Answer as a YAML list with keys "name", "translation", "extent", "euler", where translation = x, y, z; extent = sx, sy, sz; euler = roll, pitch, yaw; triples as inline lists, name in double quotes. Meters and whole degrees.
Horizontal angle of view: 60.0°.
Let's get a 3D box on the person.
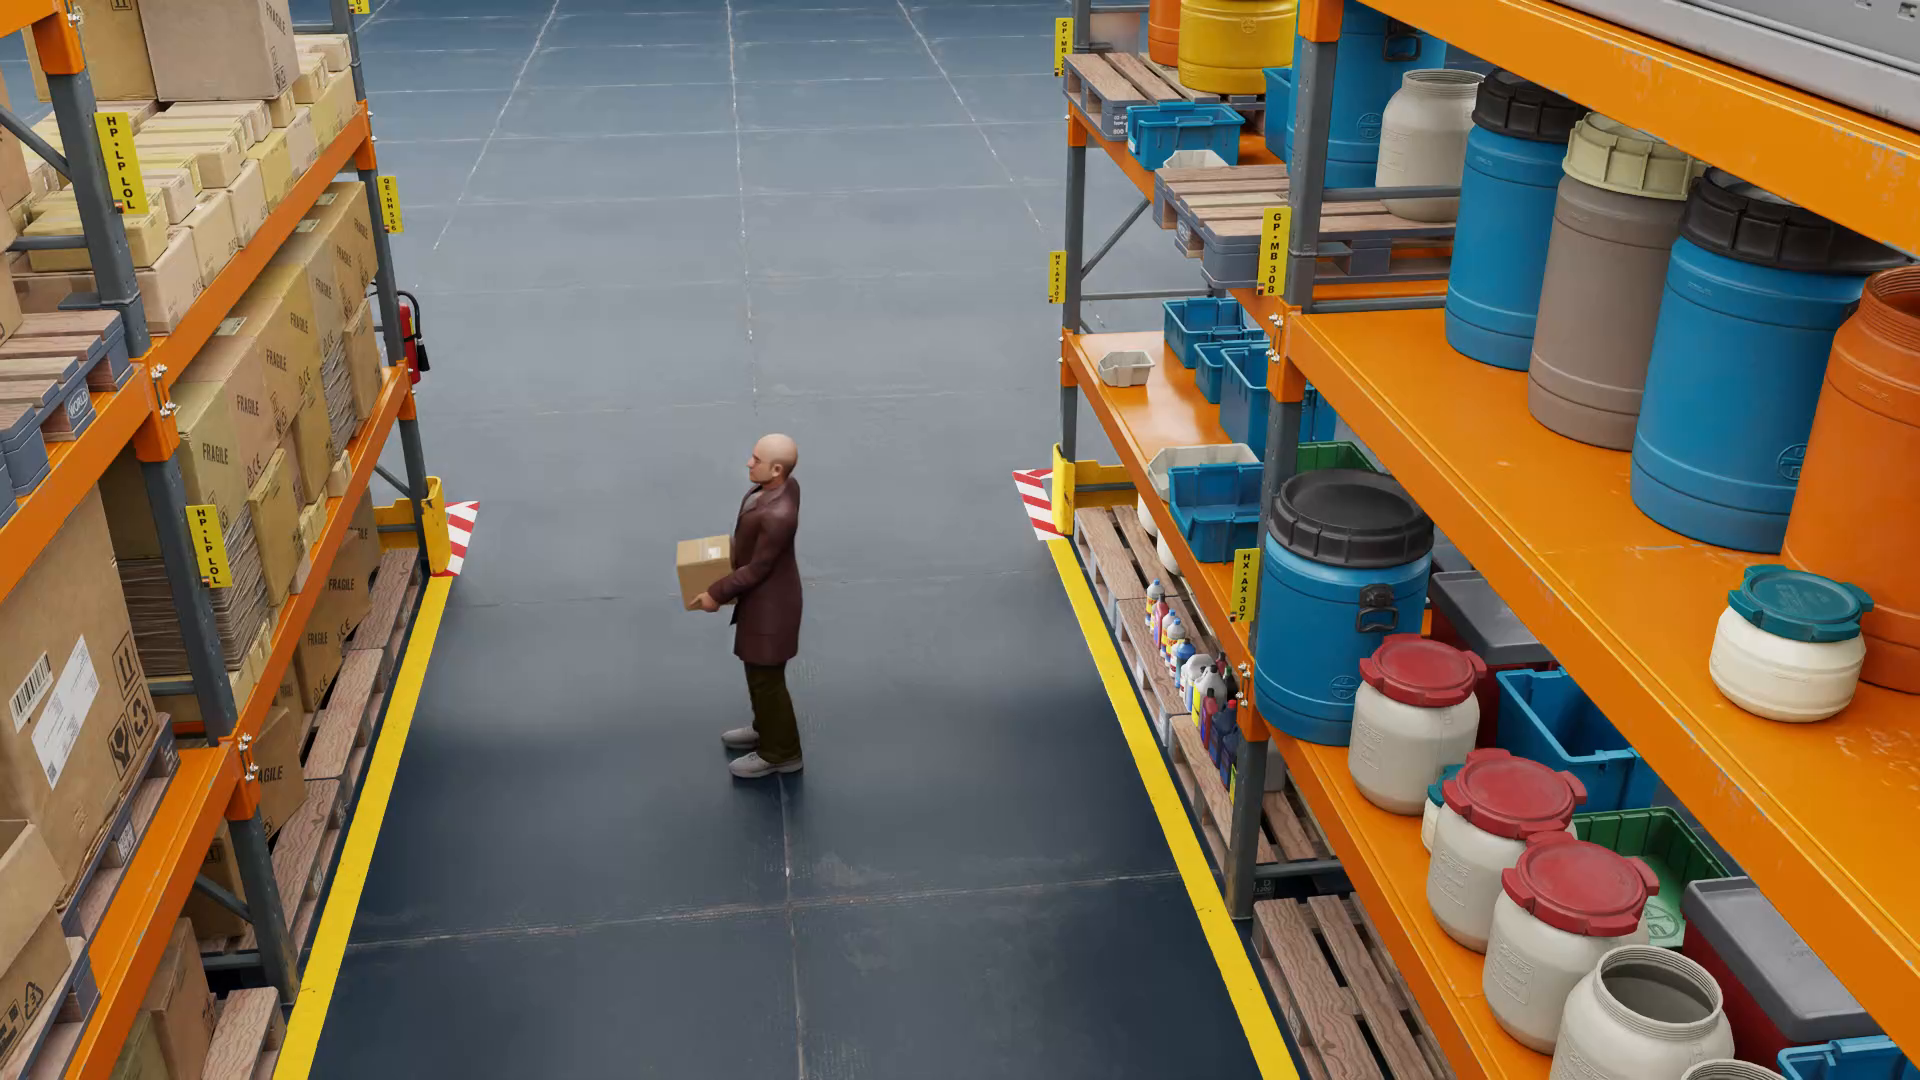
- name: "person"
  translation: [-1.020, 0.312, 8.017]
  extent: [0.553, 1.771, 0.527]
  euler: [-3, 27, -6]
